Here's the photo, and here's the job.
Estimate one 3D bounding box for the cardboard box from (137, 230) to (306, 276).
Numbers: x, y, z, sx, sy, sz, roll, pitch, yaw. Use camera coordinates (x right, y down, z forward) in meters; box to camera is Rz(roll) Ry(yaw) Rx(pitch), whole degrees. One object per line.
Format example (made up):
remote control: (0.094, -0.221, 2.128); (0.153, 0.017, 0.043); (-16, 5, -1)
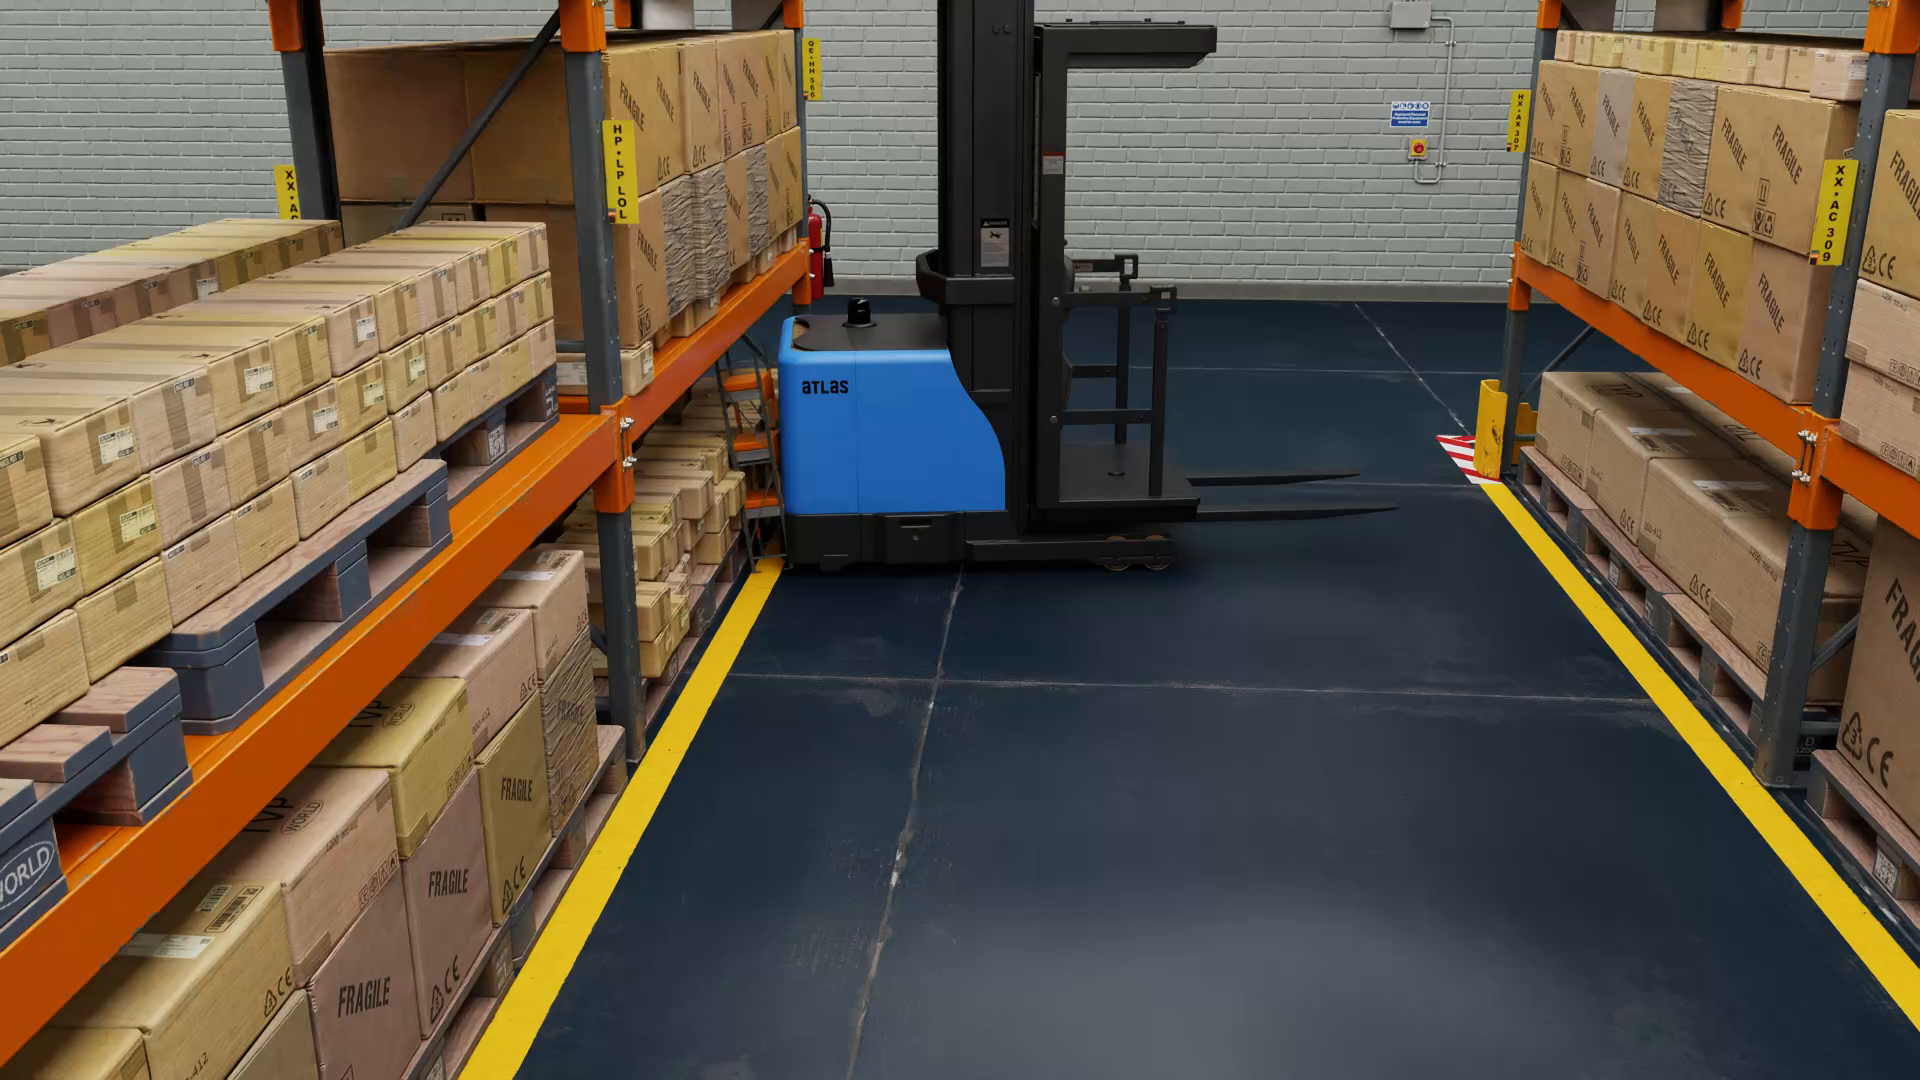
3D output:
cardboard box: (-2.148, -0.810, 4.851); (0.380, 0.149, 0.250); (2, 18, 5)

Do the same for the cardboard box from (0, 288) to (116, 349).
cardboard box: (-2.226, -0.495, 3.890); (0.380, 0.149, 0.250); (2, 18, 6)

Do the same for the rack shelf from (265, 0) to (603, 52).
rack shelf: (-1.790, -1.108, 3.326); (1.077, 0.370, 4.000); (1, 18, 4)

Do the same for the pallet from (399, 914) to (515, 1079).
pallet: (-1.786, 1.301, 4.113); (1.003, 0.211, 1.213); (1, 18, 4)

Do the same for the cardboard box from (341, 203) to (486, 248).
cardboard box: (-1.894, -0.991, 5.992); (0.500, 0.500, 0.500); (1, 18, 4)

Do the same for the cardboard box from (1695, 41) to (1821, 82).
cardboard box: (3.157, -1.896, 6.584); (0.380, 0.149, 0.250); (1, 18, 3)

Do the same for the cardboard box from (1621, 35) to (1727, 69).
cardboard box: (3.235, -2.210, 7.541); (0.380, 0.149, 0.250); (1, 18, 4)

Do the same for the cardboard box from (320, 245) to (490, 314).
cardboard box: (-1.520, -0.716, 4.564); (0.380, 0.149, 0.250); (1, 18, 2)

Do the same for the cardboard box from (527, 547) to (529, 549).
cardboard box: (-1.902, 0.030, 6.462); (0.380, 0.149, 0.250); (2, 18, 5)

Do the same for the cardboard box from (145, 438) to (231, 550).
cardboard box: (-1.629, -0.094, 3.143); (0.380, 0.149, 0.250); (1, 18, 4)

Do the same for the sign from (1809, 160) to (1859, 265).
sign: (2.744, -1.028, 5.224); (0.100, 0.325, 0.005); (1, 18, 4)

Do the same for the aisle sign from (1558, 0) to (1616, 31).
aisle sign: (3.300, -3.073, 8.809); (0.394, 0.787, 0.004); (1, 18, 4)

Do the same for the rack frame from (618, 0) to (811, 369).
rack frame: (-1.360, -1.888, 9.368); (1.000, 3.000, 0.127); (1, 18, 4)

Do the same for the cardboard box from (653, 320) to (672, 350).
cardboard box: (-1.364, -0.857, 6.625); (0.380, 0.149, 0.250); (0, 18, 1)

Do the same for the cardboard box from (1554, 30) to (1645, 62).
cardboard box: (3.283, -2.536, 8.536); (0.380, 0.149, 0.250); (2, 18, 5)

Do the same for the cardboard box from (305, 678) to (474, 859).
cardboard box: (-1.522, 0.547, 4.072); (0.500, 0.250, 0.500); (0, 18, 1)

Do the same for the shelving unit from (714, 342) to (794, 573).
shelving unit: (-0.952, -0.388, 7.873); (0.215, 1.050, 0.252); (-7, 15, 6)

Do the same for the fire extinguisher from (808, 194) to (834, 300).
fire extinguisher: (-0.882, -1.742, 9.645); (0.296, 0.674, 0.183); (1, 18, 4)

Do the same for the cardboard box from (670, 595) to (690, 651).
cardboard box: (-1.281, 0.321, 6.530); (0.380, 0.149, 0.250); (2, 18, 6)

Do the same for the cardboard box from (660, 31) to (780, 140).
cardboard box: (-1.181, -2.247, 8.219); (0.500, 0.500, 0.500); (1, 18, 2)

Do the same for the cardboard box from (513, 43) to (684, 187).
cardboard box: (-1.350, -1.606, 6.262); (0.500, 0.500, 0.500); (1, 18, 2)

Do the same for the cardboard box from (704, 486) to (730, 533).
cardboard box: (-1.245, -0.140, 7.459); (0.380, 0.149, 0.250); (1, 18, 3)

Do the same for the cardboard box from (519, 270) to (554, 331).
cardboard box: (-1.479, -0.739, 5.113); (0.380, 0.149, 0.250); (2, 18, 6)

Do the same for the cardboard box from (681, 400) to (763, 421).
cardboard box: (-1.194, -0.606, 8.405); (0.380, 0.149, 0.250); (1, 18, 2)

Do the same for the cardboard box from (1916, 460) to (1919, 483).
cardboard box: (2.967, -0.204, 4.469); (0.500, 0.250, 0.500); (1, 18, 3)

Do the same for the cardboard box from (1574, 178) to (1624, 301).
cardboard box: (3.201, -1.398, 7.713); (0.500, 0.500, 0.500); (1, 18, 4)

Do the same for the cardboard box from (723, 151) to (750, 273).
cardboard box: (-1.251, -1.459, 7.421); (0.500, 0.500, 0.500); (2, 18, 7)

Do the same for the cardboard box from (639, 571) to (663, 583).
cardboard box: (-1.373, 0.182, 6.476); (0.380, 0.149, 0.250); (1, 18, 4)

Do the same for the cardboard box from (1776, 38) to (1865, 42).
cardboard box: (3.684, -2.045, 7.040); (0.380, 0.149, 0.250); (2, 18, 6)

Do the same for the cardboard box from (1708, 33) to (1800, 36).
cardboard box: (3.830, -2.362, 8.008); (0.380, 0.149, 0.250); (1, 18, 3)

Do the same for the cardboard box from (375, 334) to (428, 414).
cardboard box: (-1.552, -0.415, 4.122); (0.380, 0.149, 0.250); (0, 18, 1)

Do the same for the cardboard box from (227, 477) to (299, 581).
cardboard box: (-1.607, -0.030, 3.426); (0.380, 0.149, 0.250); (2, 18, 5)

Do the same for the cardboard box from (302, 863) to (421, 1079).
cardboard box: (-1.564, 1.055, 3.726); (0.500, 0.500, 0.500); (1, 18, 3)

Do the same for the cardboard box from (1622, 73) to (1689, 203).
cardboard box: (3.172, -1.713, 7.068); (0.500, 0.500, 0.500); (1, 18, 4)

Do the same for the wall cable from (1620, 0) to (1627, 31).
wall cable: (5.381, -4.015, 14.229); (0.588, 1.984, 0.122); (1, 18, 4)

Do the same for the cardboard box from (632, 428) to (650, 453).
cardboard box: (-1.747, -0.532, 8.178); (0.380, 0.149, 0.250); (2, 18, 6)

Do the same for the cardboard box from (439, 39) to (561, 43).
cardboard box: (-1.800, -1.781, 6.797); (0.500, 0.500, 0.500); (2, 18, 5)

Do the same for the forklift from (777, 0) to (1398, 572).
forklift: (0.626, -1.408, 8.012); (3.031, 2.935, 1.130); (-1, 18, -4)

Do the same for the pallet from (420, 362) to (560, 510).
pallet: (-1.847, -0.320, 4.892); (1.003, 0.211, 1.213); (1, 18, 4)

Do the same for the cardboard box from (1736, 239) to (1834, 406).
cardboard box: (3.076, -0.764, 5.776); (0.500, 0.500, 0.500); (1, 18, 4)

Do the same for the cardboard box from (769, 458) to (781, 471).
cardboard box: (-1.107, -0.483, 8.982); (0.380, 0.149, 0.250); (2, 18, 6)

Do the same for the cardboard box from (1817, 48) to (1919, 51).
cardboard box: (3.129, -1.580, 5.619); (0.380, 0.149, 0.250); (2, 18, 5)

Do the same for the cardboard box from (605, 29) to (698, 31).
cardboard box: (-1.657, -2.419, 8.743); (0.500, 0.500, 0.500); (1, 18, 4)

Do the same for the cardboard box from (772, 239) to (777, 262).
cardboard box: (-1.160, -1.506, 8.607); (0.380, 0.149, 0.250); (1, 18, 3)

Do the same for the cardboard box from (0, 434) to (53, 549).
cardboard box: (-1.669, -0.065, 2.578); (0.380, 0.149, 0.250); (1, 18, 4)

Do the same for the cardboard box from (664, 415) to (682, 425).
cardboard box: (-1.659, -0.555, 8.727); (0.380, 0.149, 0.250); (2, 18, 5)

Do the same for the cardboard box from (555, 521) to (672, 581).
cardboard box: (-1.337, 0.040, 6.432); (0.380, 0.149, 0.250); (2, 18, 7)

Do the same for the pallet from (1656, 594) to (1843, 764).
pallet: (3.430, 0.524, 6.485); (1.003, 0.211, 1.213); (1, 18, 4)

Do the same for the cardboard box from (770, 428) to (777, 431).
cardboard box: (-1.149, -0.542, 8.688); (0.380, 0.149, 0.250); (1, 18, 2)

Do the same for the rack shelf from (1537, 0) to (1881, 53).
rack shelf: (3.441, -2.271, 6.876); (1.077, 0.370, 4.000); (1, 18, 4)

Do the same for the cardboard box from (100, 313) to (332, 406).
cardboard box: (-1.593, -0.391, 3.573); (0.380, 0.149, 0.250); (1, 18, 3)

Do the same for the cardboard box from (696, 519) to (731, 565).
cardboard box: (-1.248, 0.000, 7.511); (0.380, 0.149, 0.250); (1, 18, 2)

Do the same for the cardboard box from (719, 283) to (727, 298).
cardboard box: (-1.285, -1.180, 7.611); (0.380, 0.149, 0.250); (2, 18, 5)

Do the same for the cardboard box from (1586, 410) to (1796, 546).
cardboard box: (3.580, -0.299, 7.959); (0.875, 0.438, 0.875); (2, 18, 5)

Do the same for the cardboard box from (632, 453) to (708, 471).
cardboard box: (-1.335, -0.285, 7.423); (0.380, 0.149, 0.250); (1, 18, 2)

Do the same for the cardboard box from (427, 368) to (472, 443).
cardboard box: (-1.534, -0.362, 4.440); (0.380, 0.149, 0.250); (0, 18, 1)

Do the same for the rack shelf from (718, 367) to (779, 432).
rack shelf: (-0.990, -0.649, 7.801); (0.215, 0.259, 0.240); (-7, 15, 6)
